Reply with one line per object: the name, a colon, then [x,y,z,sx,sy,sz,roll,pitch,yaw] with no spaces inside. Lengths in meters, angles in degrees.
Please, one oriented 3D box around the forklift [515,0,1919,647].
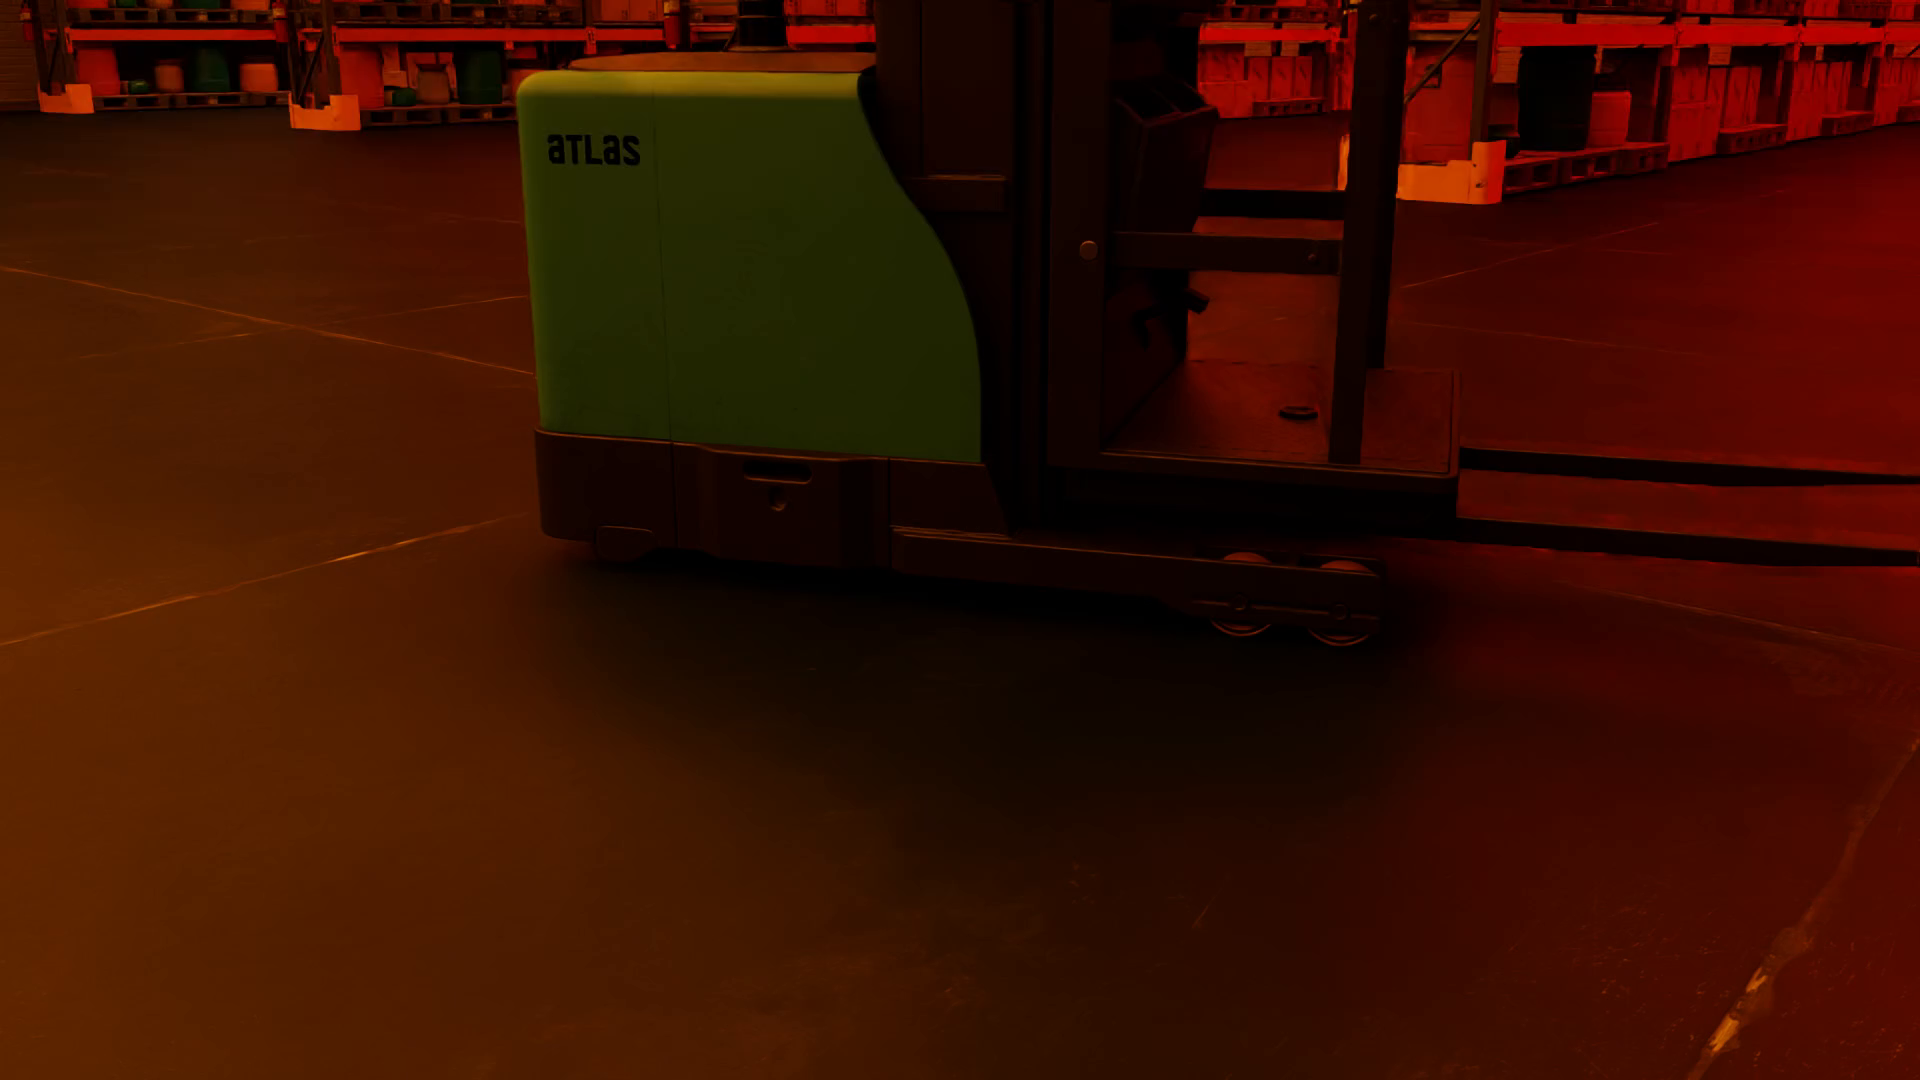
forklift: [0.621,-1.366,3.395,3.031,2.935,1.130,5,18,16]
